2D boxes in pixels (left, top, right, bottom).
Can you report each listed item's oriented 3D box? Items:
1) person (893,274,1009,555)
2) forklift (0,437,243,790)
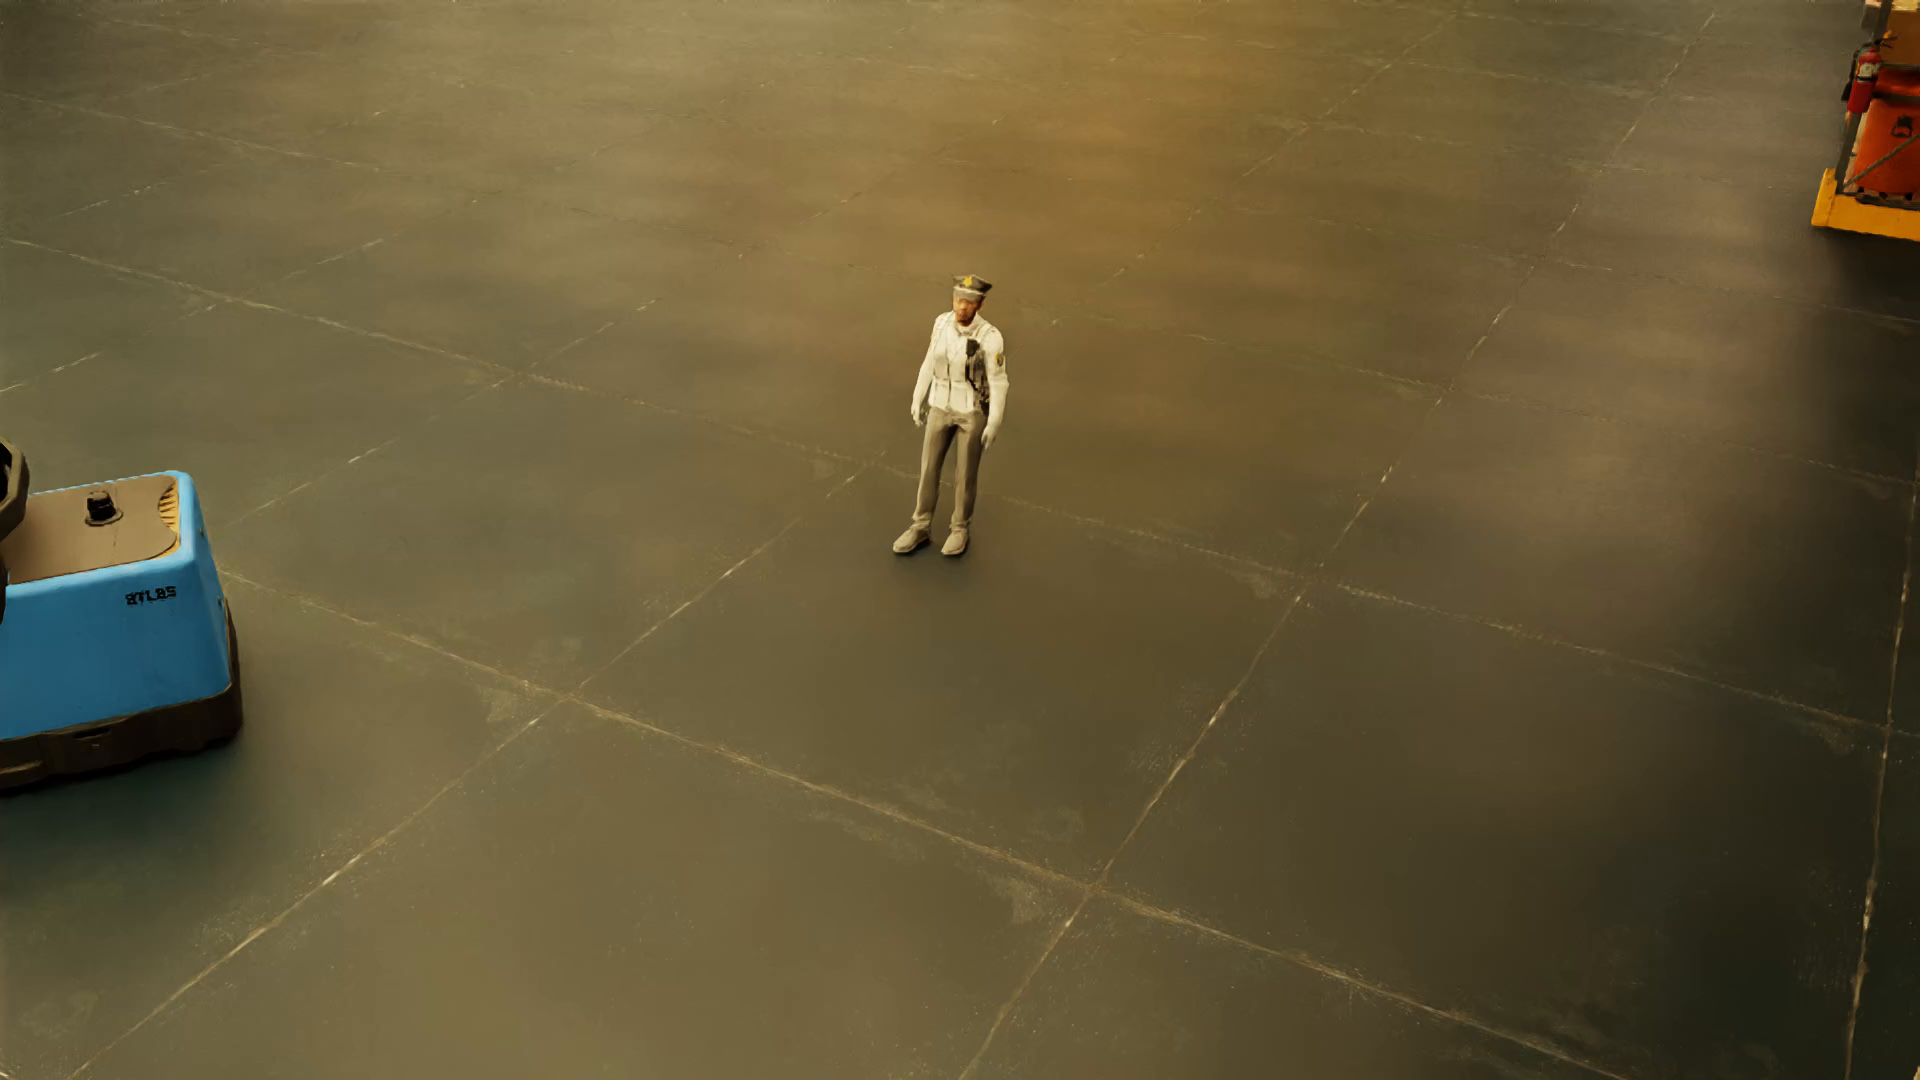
[{"bbox_3d":[-0.039,-0.712,9.527,0.586,1.695,0.532,15,33,25],"label":"person"},{"bbox_3d":[-5.136,-0.204,7.424,3.031,2.935,1.130,-12,32,-20],"label":"forklift"}]
